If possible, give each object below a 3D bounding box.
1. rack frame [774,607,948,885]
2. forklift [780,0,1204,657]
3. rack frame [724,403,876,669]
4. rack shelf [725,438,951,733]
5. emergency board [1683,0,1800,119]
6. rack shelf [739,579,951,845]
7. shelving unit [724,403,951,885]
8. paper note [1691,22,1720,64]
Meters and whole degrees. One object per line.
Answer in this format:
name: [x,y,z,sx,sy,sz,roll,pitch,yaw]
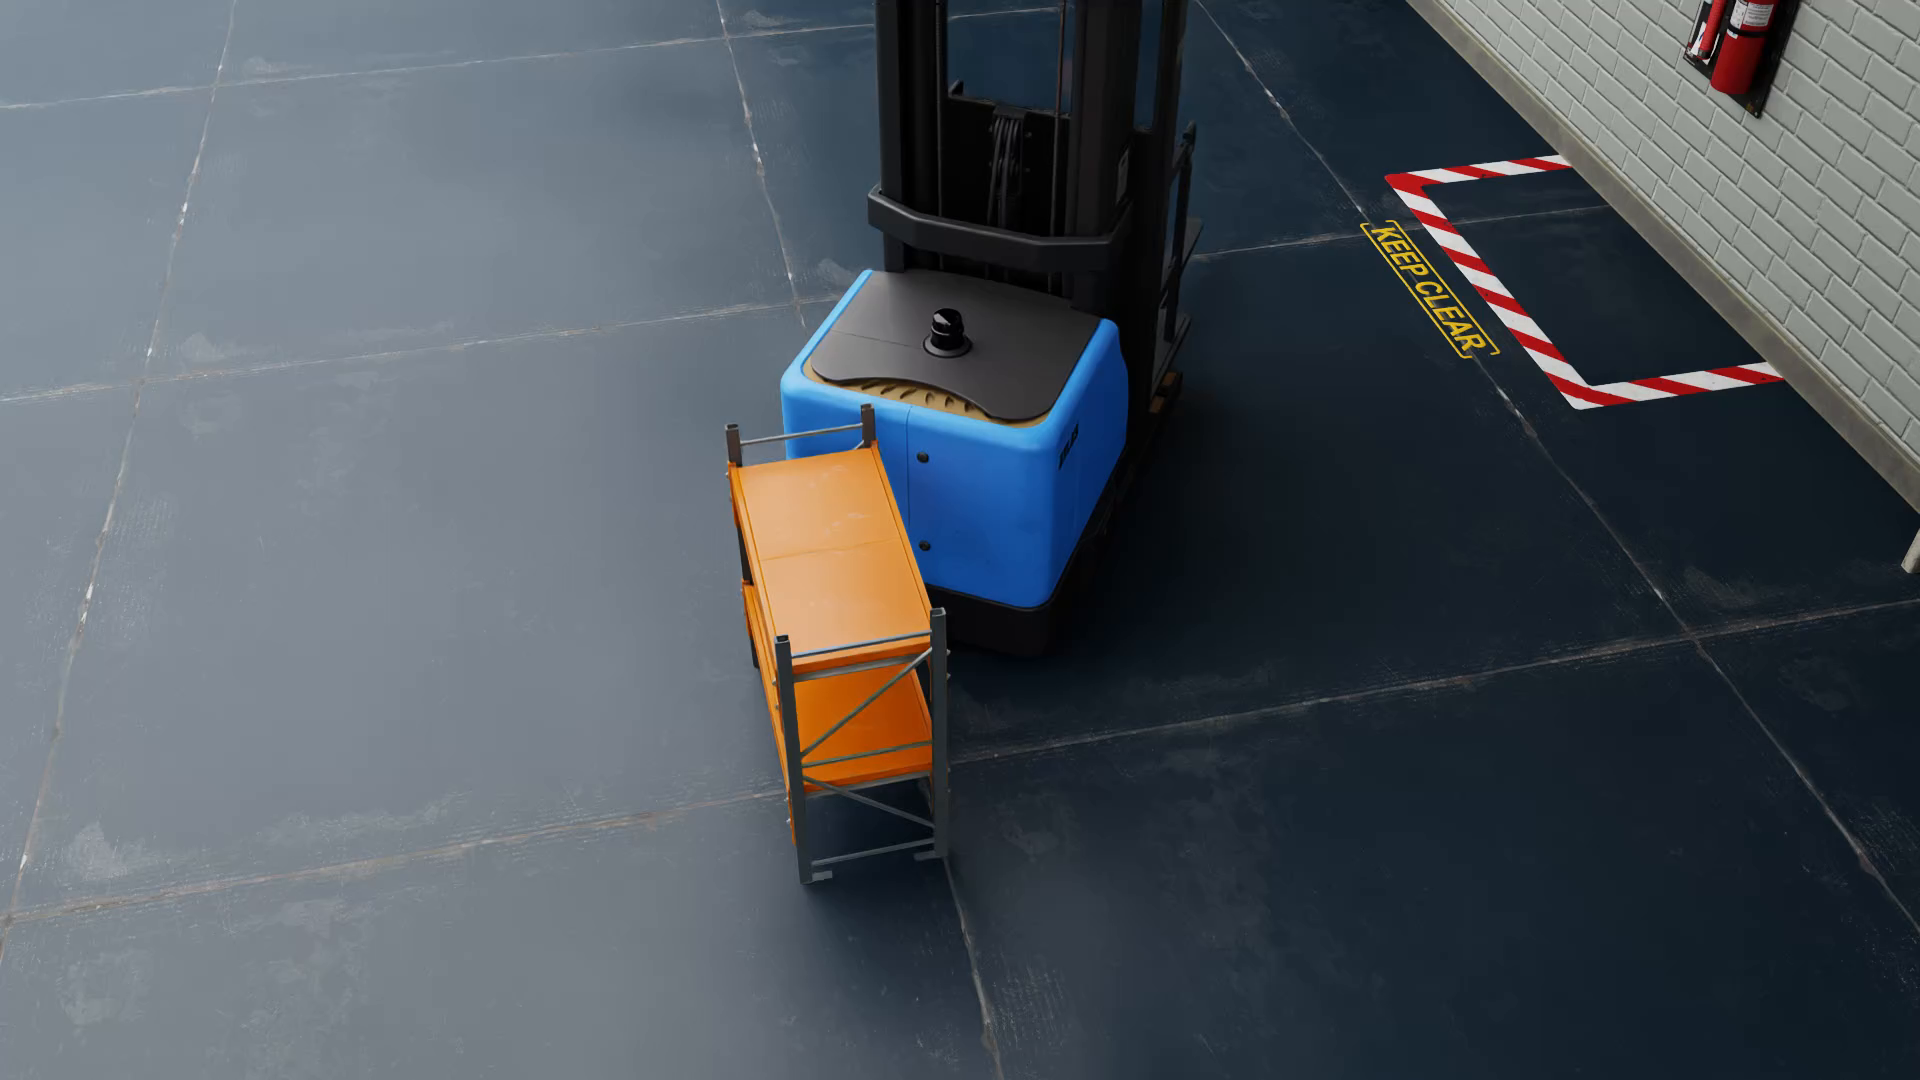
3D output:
rack frame: [-0.286,0.665,5.153,0.500,1.125,0.032,-9,42,-10]
forklift: [0.349,-1.651,6.402,1.130,2.935,3.031,14,43,15]
rack frame: [-0.531,0.010,5.891,0.500,1.125,0.032,-9,42,-10]
rack shelf: [-0.409,0.119,5.328,0.538,0.278,1.000,-9,42,-10]
emergency board: [3.451,-2.526,7.336,0.194,1.169,0.643,-8,42,-9]
rack shelf: [-0.409,0.521,5.685,0.538,0.278,1.000,-9,42,-10]
shelving unit: [-0.409,0.338,5.522,0.538,1.125,1.048,-9,42,-10]
paper note: [3.481,-2.321,7.769,0.016,0.148,0.142,-8,42,-9]
